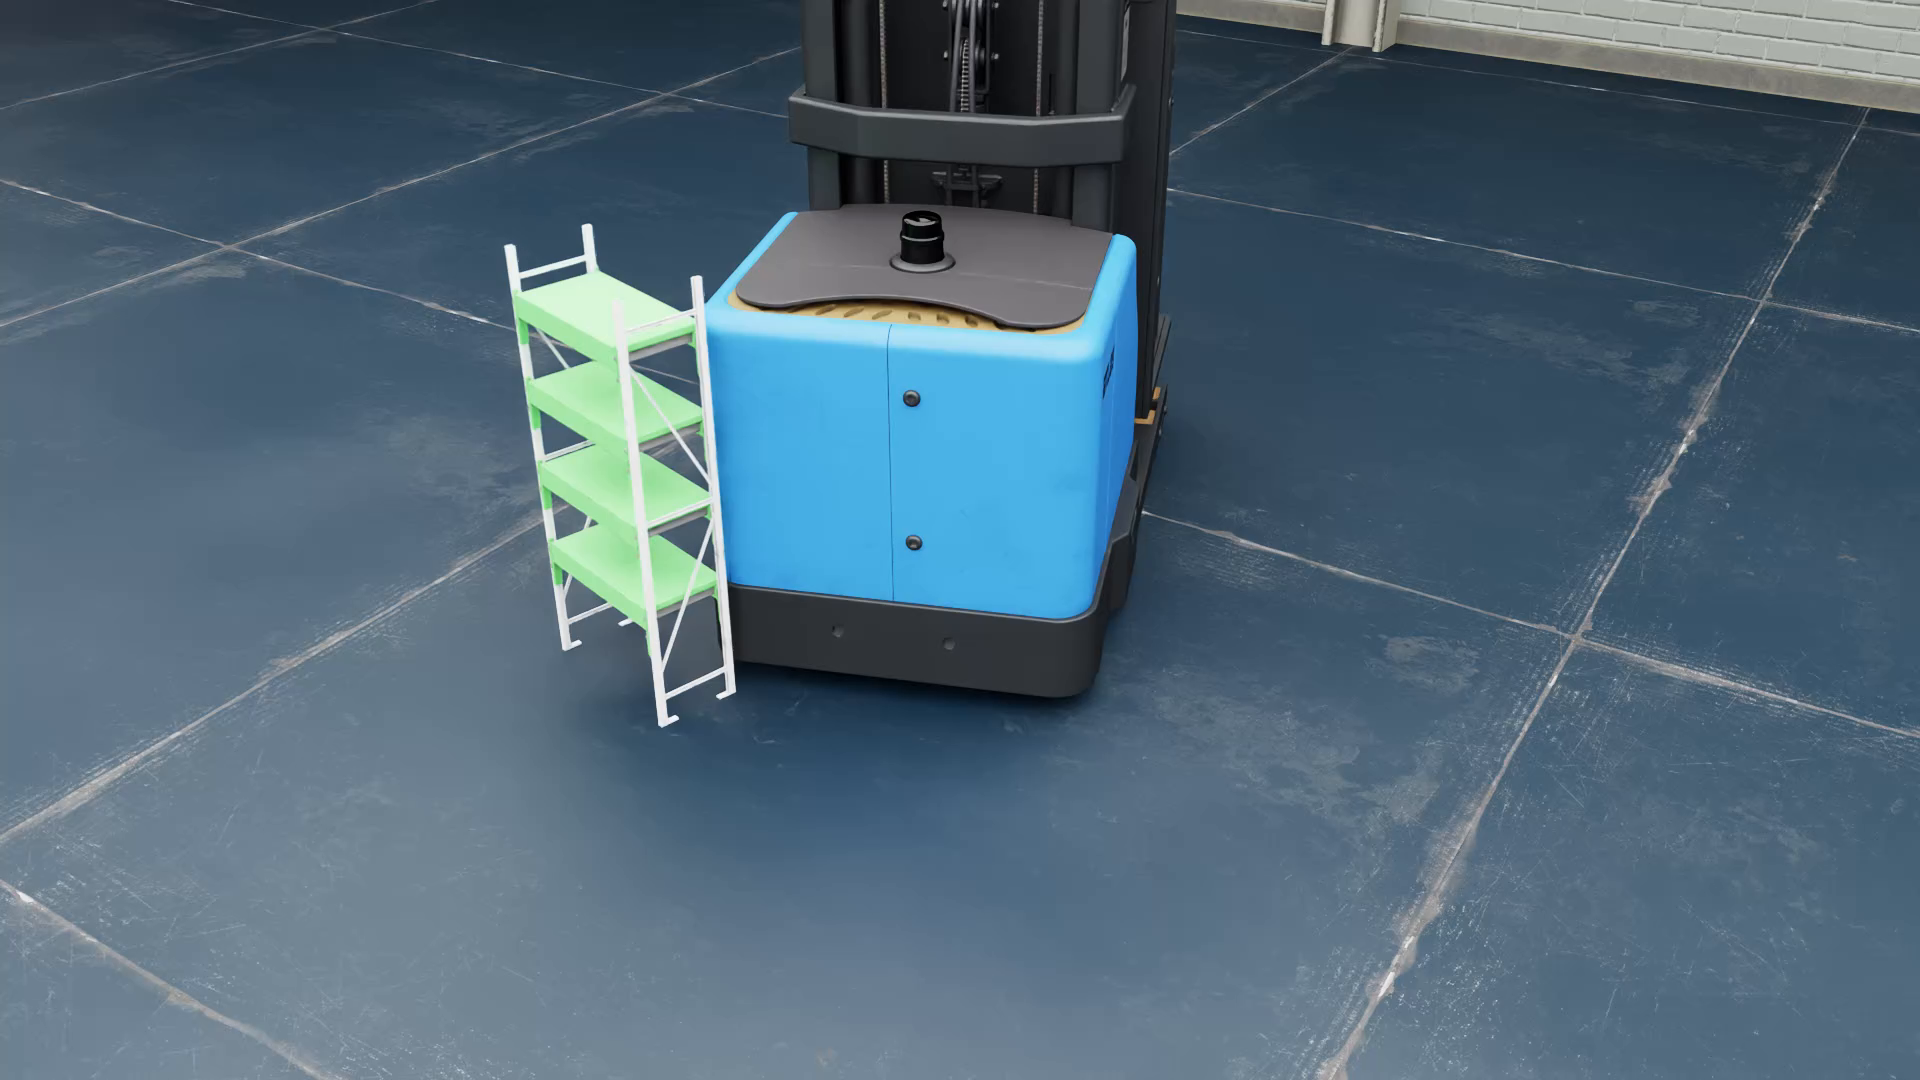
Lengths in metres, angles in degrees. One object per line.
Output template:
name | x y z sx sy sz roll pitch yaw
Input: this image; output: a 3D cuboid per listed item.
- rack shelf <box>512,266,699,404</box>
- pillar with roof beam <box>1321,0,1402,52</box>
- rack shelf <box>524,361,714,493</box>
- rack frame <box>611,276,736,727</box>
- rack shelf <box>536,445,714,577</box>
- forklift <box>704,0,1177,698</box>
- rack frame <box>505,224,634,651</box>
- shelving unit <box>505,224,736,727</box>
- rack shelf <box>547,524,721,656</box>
rack shelf | -0.869 -0.516 4.117 0.258 0.148 0.480 -25 38 -36
pillar with roof beam | 0.294 -5.267 5.348 0.400 9.000 9.100 18 35 27
rack shelf | -0.869 -0.308 4.238 0.258 0.148 0.480 -25 38 -36
rack frame | -0.705 -0.065 4.171 0.240 1.200 0.015 -25 38 -36
rack shelf | -0.869 -0.101 4.359 0.258 0.148 0.480 -25 38 -36
forklift | 0.126 -1.577 5.045 1.130 2.935 3.031 6 31 10
rack frame | -1.034 -0.247 4.482 0.240 1.200 0.015 -25 38 -36
shelving unit | -0.869 -0.156 4.327 0.258 1.200 0.503 -25 38 -36
rack shelf | -0.870 0.106 4.480 0.258 0.148 0.480 -25 38 -36
